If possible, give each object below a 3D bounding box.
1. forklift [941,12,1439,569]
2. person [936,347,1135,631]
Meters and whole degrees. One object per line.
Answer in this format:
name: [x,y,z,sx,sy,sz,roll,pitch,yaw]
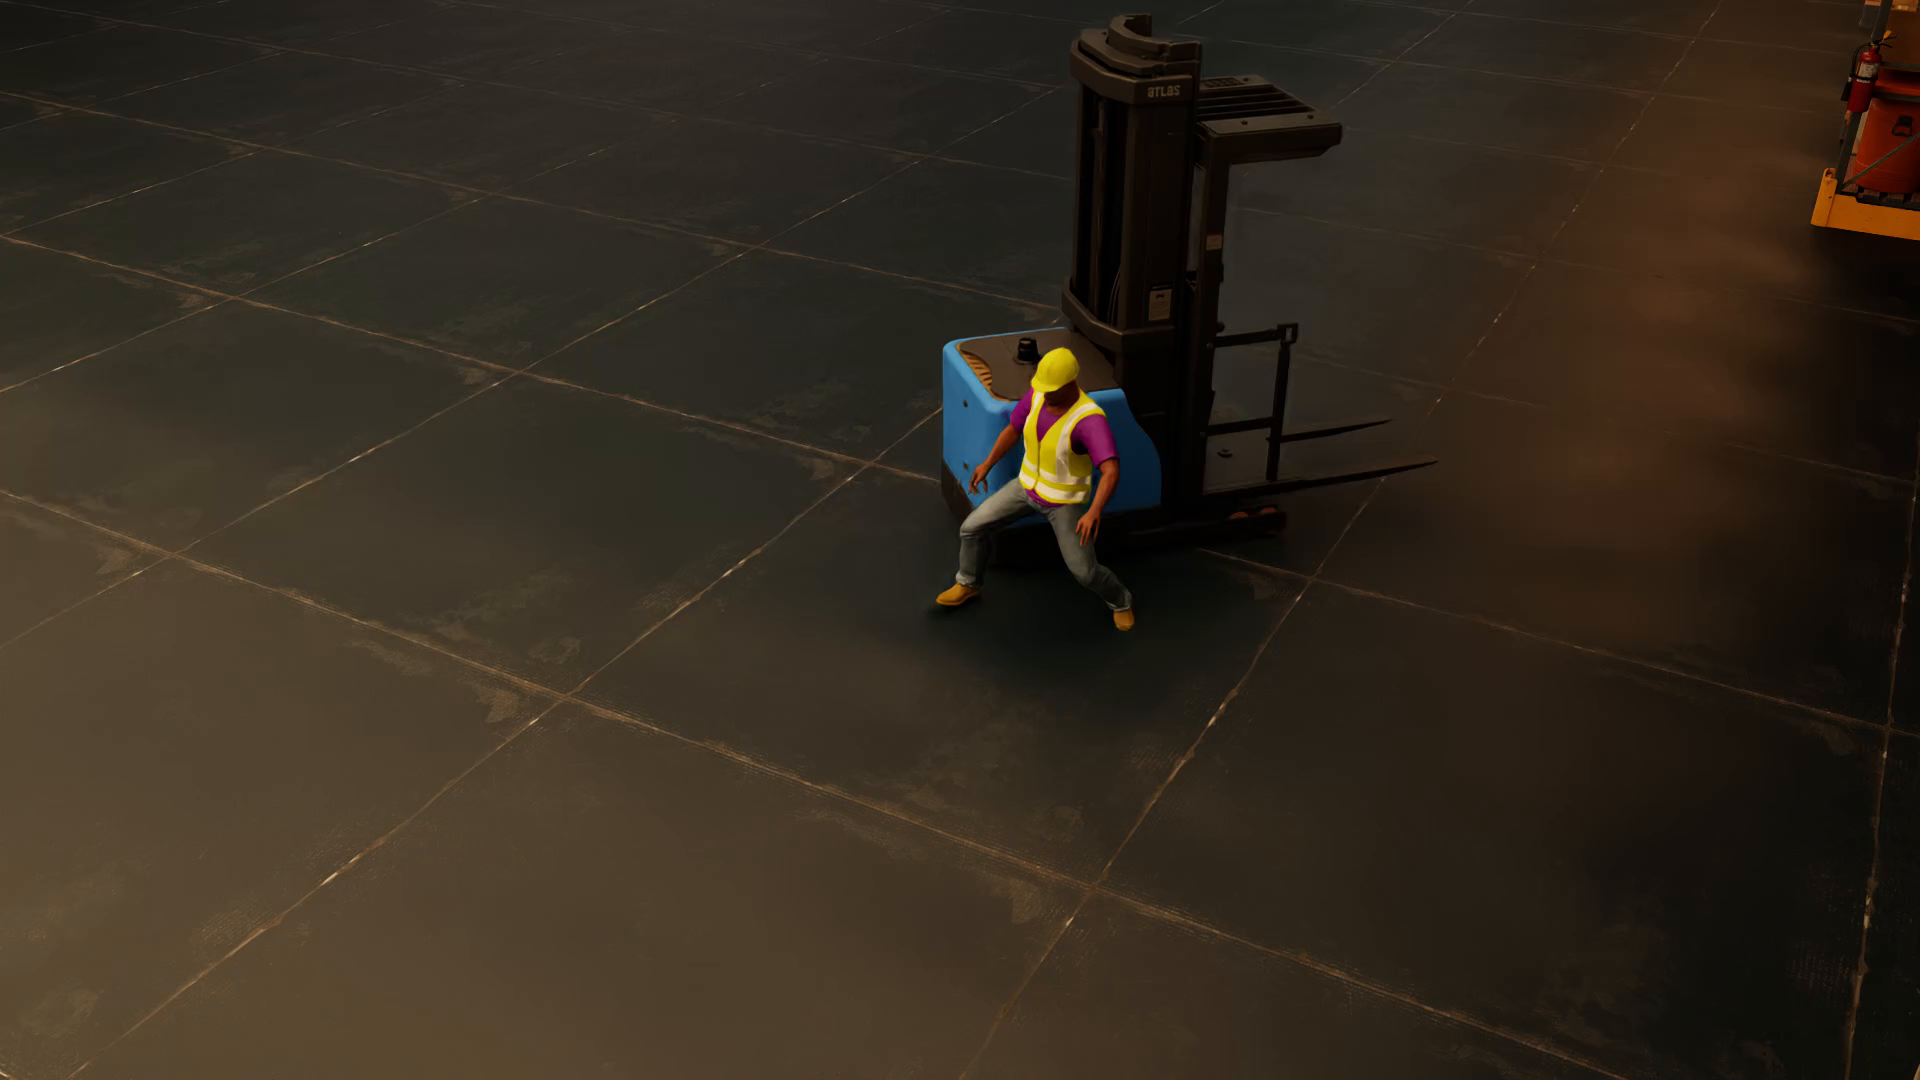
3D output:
forklift: [1.457,-1.515,9.696,3.031,2.935,1.130,-9,31,-15]
person: [0.486,-0.238,8.866,0.852,1.640,1.010,-25,38,-36]
